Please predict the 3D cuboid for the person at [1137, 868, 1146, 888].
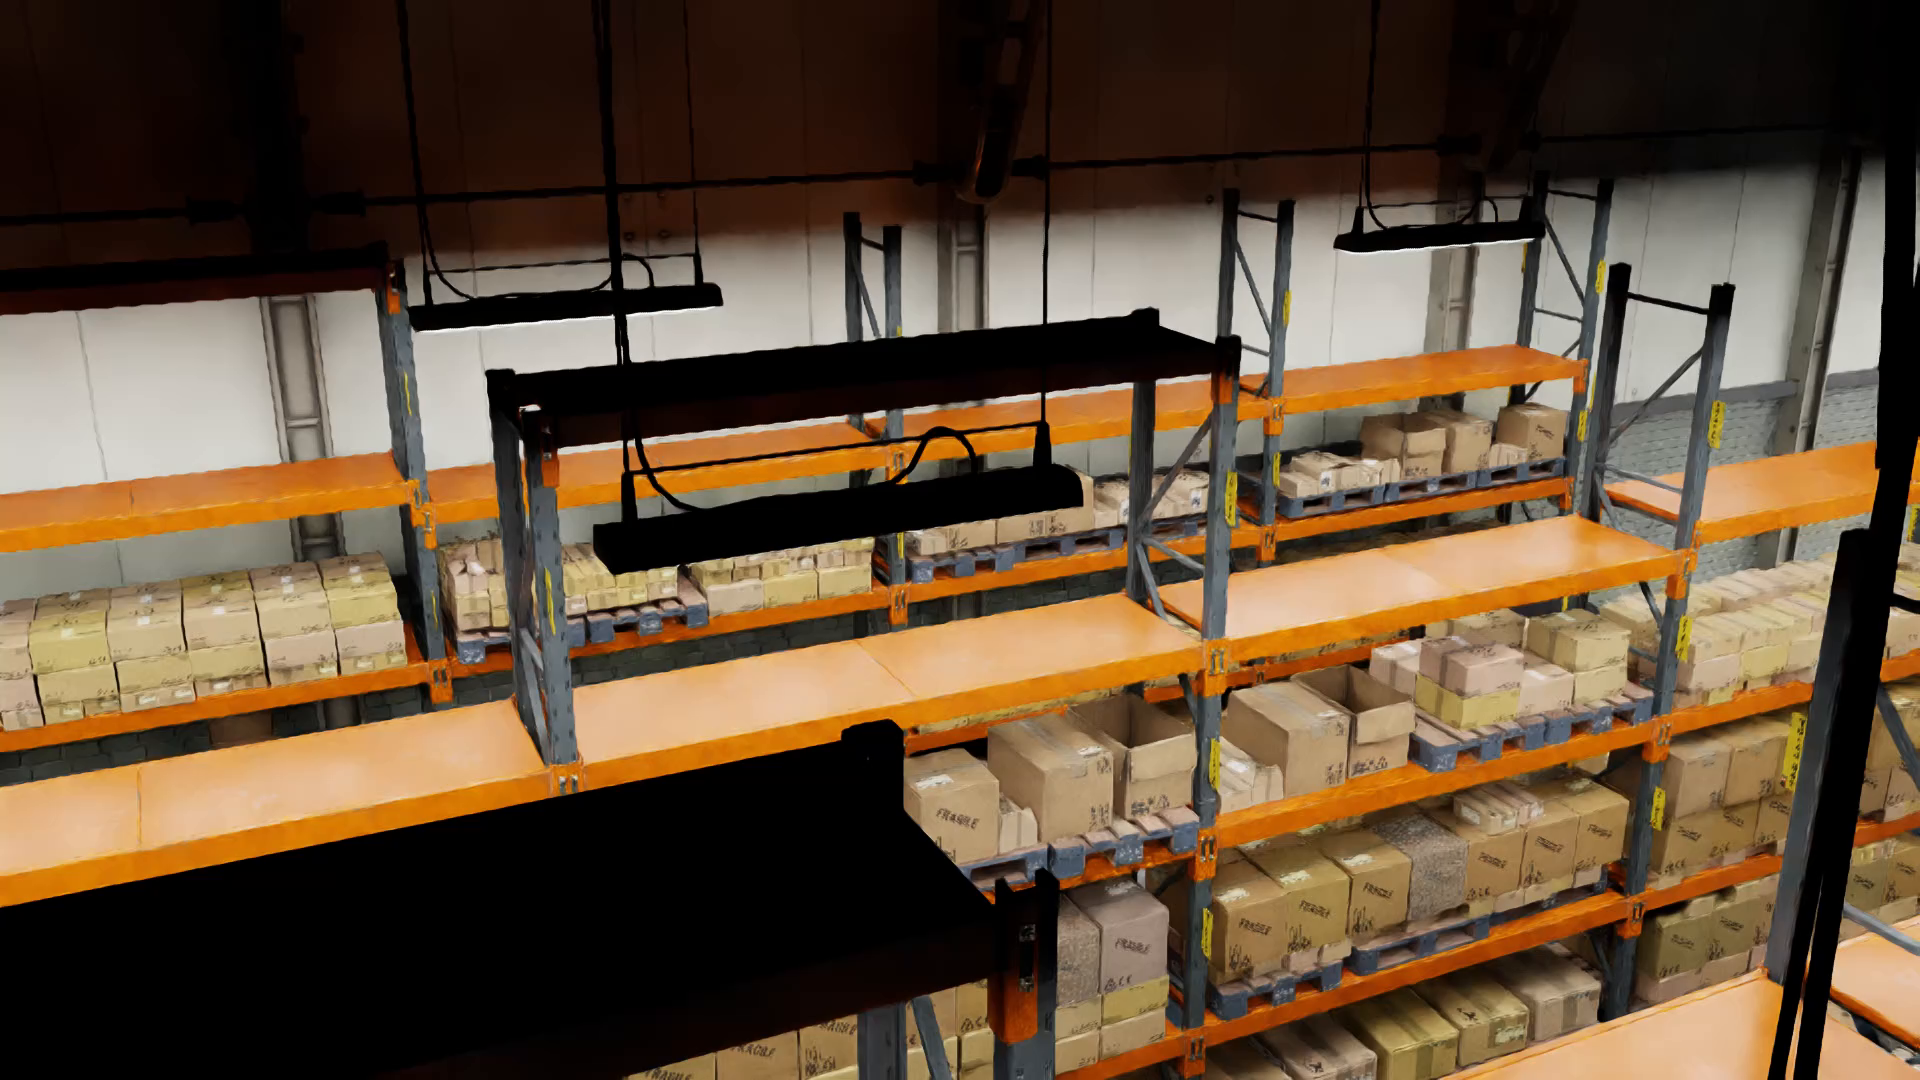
[{"bbox_3d":[1.646,2.714,13.984,0.655,1.785,0.577,1,19,4],"label":"person"}]
